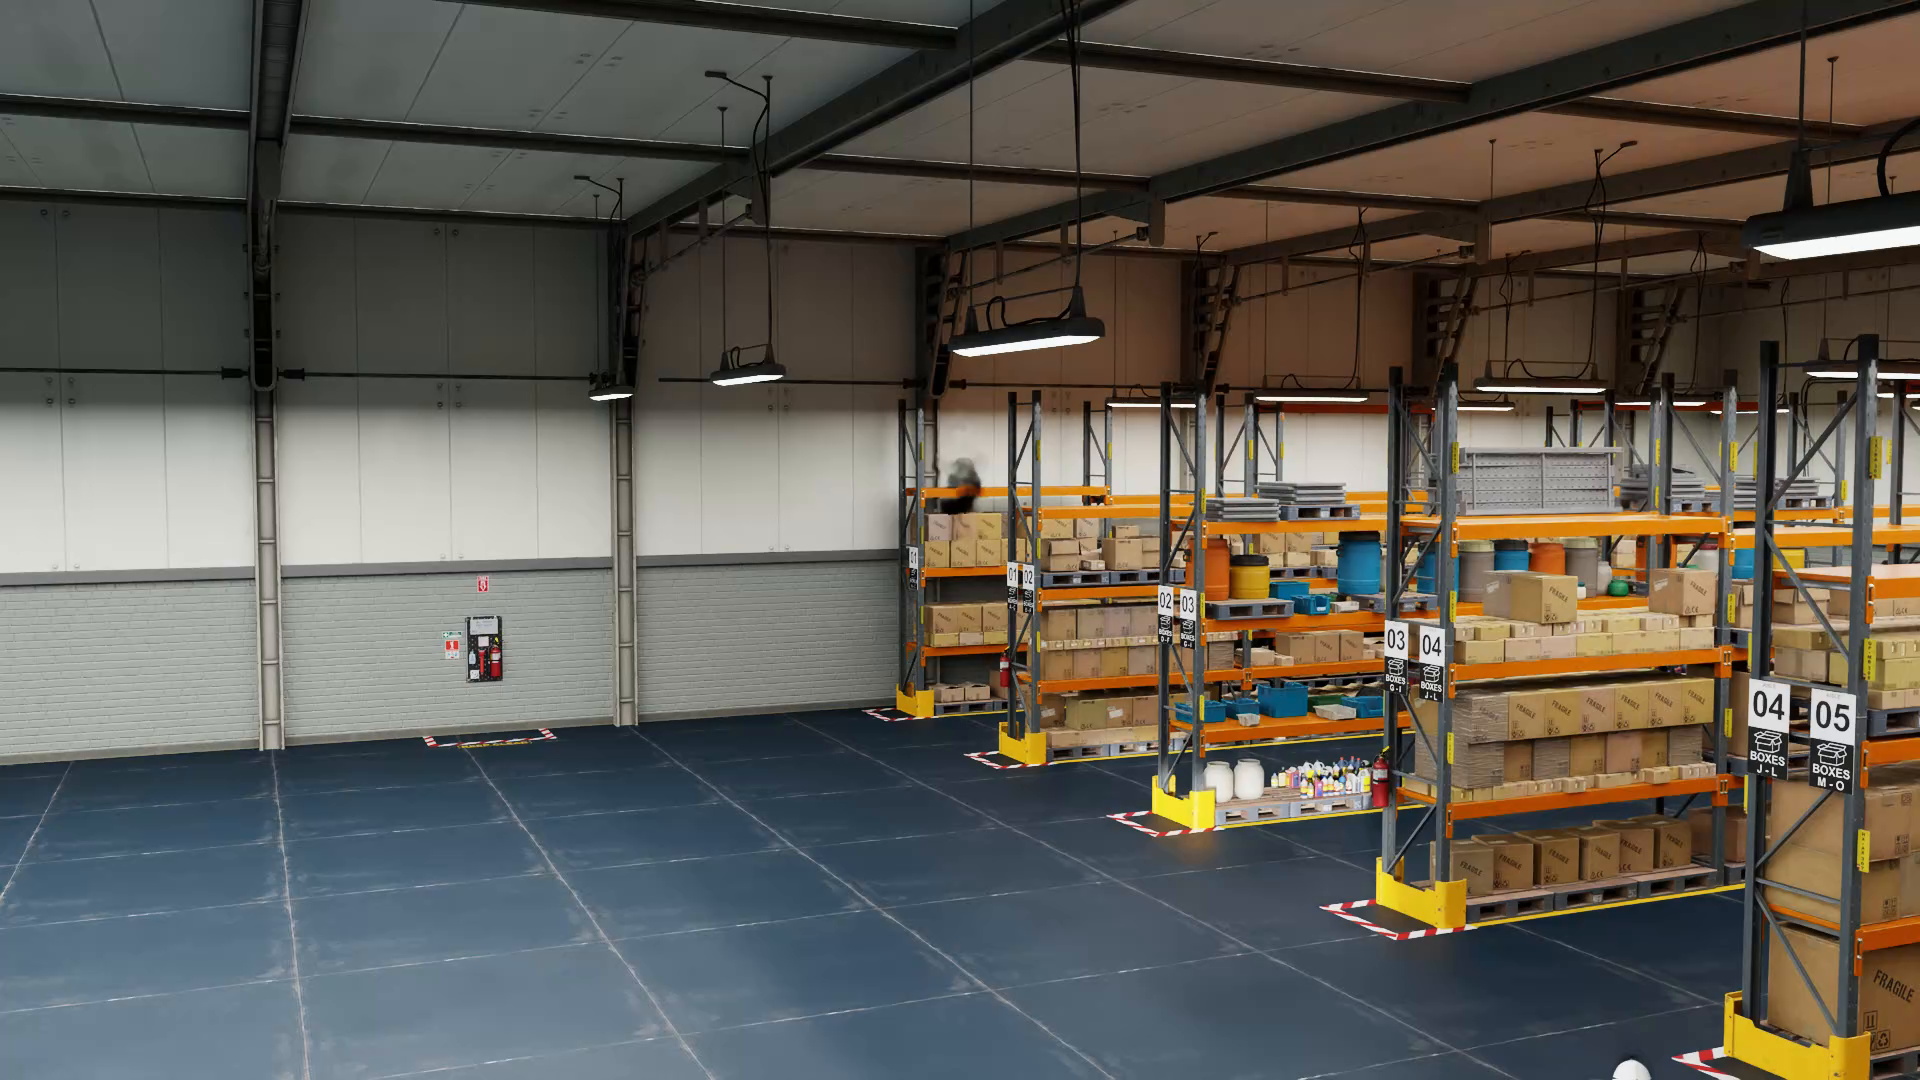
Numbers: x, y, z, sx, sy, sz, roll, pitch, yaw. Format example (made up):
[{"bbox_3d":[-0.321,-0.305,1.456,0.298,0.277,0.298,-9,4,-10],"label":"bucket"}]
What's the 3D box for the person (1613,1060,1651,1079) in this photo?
[{"bbox_3d":[3.680,3.733,9.152,0.710,1.747,0.968,1,4,22],"label":"person"}]
